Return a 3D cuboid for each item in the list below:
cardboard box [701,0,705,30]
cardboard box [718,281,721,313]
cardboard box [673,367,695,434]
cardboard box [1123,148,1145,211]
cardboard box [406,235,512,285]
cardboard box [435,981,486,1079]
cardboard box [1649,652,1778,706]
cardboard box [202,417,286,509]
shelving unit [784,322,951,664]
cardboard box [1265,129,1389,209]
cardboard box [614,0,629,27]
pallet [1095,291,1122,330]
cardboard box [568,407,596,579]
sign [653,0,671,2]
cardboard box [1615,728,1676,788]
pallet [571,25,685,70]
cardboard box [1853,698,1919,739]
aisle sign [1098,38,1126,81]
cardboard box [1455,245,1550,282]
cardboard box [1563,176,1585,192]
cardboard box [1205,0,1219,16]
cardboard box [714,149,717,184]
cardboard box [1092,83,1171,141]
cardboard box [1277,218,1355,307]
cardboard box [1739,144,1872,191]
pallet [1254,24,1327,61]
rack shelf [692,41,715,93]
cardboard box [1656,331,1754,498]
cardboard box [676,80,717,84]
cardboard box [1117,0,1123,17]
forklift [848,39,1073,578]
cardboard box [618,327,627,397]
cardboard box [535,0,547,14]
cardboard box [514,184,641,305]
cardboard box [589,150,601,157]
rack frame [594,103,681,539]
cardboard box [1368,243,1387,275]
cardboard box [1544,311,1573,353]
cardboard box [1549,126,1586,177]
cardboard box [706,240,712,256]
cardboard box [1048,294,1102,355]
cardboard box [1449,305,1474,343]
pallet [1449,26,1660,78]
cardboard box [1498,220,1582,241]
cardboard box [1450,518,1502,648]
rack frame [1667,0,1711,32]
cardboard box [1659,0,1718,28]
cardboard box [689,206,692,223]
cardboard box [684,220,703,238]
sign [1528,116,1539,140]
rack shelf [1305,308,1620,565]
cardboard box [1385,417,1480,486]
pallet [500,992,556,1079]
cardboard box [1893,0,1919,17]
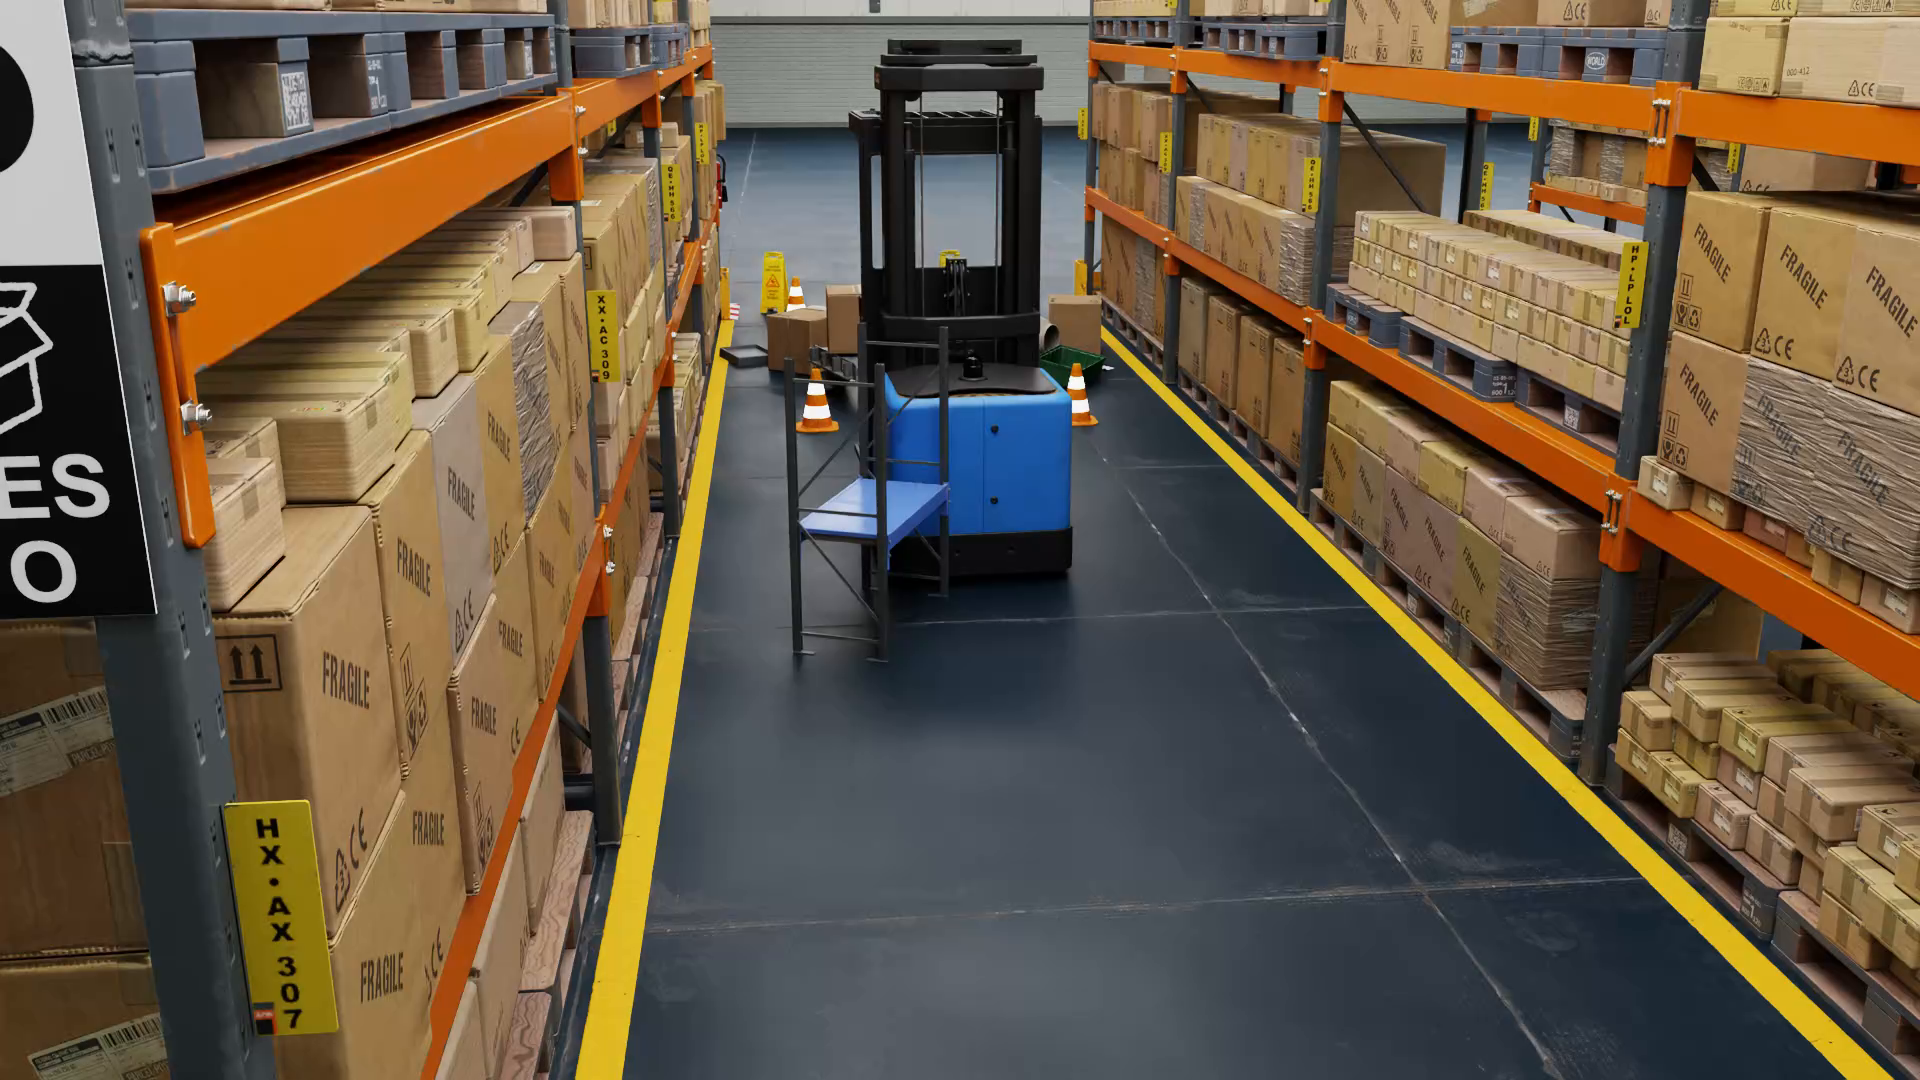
[{"bbox_3d":[-2.565,-4.728,14.975,0.500,0.250,0.500,-2,18,-5],"label":"cardboard box"},{"bbox_3d":[-2.696,-2.474,16.940,0.500,0.250,0.500,-2,18,-6],"label":"cardboard box"},{"bbox_3d":[-2.429,-1.003,12.050,0.950,0.372,0.625,-1,17,-4],"label":"cardboard box"},{"bbox_3d":[2.054,-3.480,16.004,0.875,0.550,0.500,-2,18,-6],"label":"cardboard box"},{"bbox_3d":[-1.484,-0.771,4.706,0.380,0.149,0.250,-2,18,-6],"label":"cardboard box"},{"bbox_3d":[-1.669,1.498,3.975,0.875,0.438,0.875,-1,17,-4],"label":"cardboard box"},{"bbox_3d":[2.931,0.552,6.477,0.380,0.149,0.250,-1,17,-3],"label":"cardboard box"},{"bbox_3d":[-1.258,-0.083,2.514,0.380,0.149,0.250,-1,17,-4],"label":"cardboard box"},{"bbox_3d":[-0.450,-0.275,8.548,0.538,1.500,1.048,5,18,16],"label":"shelving unit"},{"bbox_3d":[2.544,-2.587,11.574,0.700,0.500,0.500,-2,18,-6],"label":"cardboard box"},{"bbox_3d":[-1.652,-2.373,7.242,0.396,0.266,0.258,0,17,-1],"label":"cardboard box"},{"bbox_3d":[2.024,-2.442,17.604,1.003,0.211,1.213,-2,18,-6],"label":"pallet"},{"bbox_3d":[-1.509,-0.168,5.536,0.500,0.500,0.500,-2,18,-5],"label":"cardboard box"},{"bbox_3d":[-1.671,-3.172,9.270,0.100,0.325,0.005,-2,18,-6],"label":"sign"},{"bbox_3d":[2.820,0.845,6.536,0.380,0.149,0.250,-3,18,-8],"label":"cardboard box"},{"bbox_3d":[-2.105,-2.593,8.735,1.213,0.211,1.003,-1,17,-3],"label":"pallet"},{"bbox_3d":[3.496,0.690,6.038,0.380,0.149,0.250,-2,18,-6],"label":"cardboard box"},{"bbox_3d":[1.558,-5.261,17.585,0.394,0.787,0.004,-2,18,-6],"label":"aisle sign"},{"bbox_3d":[2.703,-1.380,8.289,0.380,0.149,0.250,-2,18,-6],"label":"cardboard box"},{"bbox_3d":[6.618,-3.769,17.595,0.380,0.149,0.250,-2,18,-6],"label":"cardboard box"},{"bbox_3d":[2.090,-4.244,13.037,0.258,0.266,0.396,-2,18,-7],"label":"cardboard box"},{"bbox_3d":[-2.719,-3.862,16.807,0.500,0.500,0.500,-2,18,-7],"label":"cardboard box"},{"bbox_3d":[1.864,-4.483,17.397,0.875,0.550,0.550,-2,18,-6],"label":"cardboard box"},{"bbox_3d":[2.376,-1.799,10.731,0.500,0.500,0.500,-2,18,-6],"label":"cardboard box"},{"bbox_3d":[7.163,-3.185,13.613,1.000,1.000,1.000,-2,18,-5],"label":"cardboard box"},{"bbox_3d":[2.570,-3.156,10.530,1.213,0.211,1.003,-1,17,-3],"label":"pallet"},{"bbox_3d":[-2.843,-4.317,15.115,1.077,0.370,4.000,-2,18,-6],"label":"rack shelf"},{"bbox_3d":[2.902,-0.467,5.995,0.500,0.500,0.500,-2,18,-7],"label":"cardboard box"},{"bbox_3d":[-2.779,-4.347,16.681,0.700,0.500,0.500,-2,18,-7],"label":"cardboard box"},{"bbox_3d":[1.711,-5.080,15.893,0.380,0.149,0.250,-2,18,-6],"label":"cardboard box"},{"bbox_3d":[-0.094,-1.585,10.332,1.130,2.935,3.031,-3,18,-8],"label":"forklift"},{"bbox_3d":[-1.658,-0.711,6.851,0.500,0.250,0.500,-2,17,-5],"label":"cardboard box"},{"bbox_3d":[-1.427,-1.685,4.884,0.396,0.266,0.258,-1,17,-4],"label":"cardboard box"},{"bbox_3d":[-1.760,-1.369,7.693,0.500,0.500,0.500,-2,18,-7],"label":"cardboard box"},{"bbox_3d":[-2.720,-2.425,11.530,0.500,0.500,0.500,-2,18,-8],"label":"cardboard box"},{"bbox_3d":[-2.224,-1.442,9.762,1.000,3.000,0.127,-2,18,-6],"label":"rack frame"},{"bbox_3d":[2.569,-1.616,9.540,0.380,0.149,0.250,-1,17,-3],"label":"cardboard box"},{"bbox_3d":[2.813,-0.921,7.323,0.380,0.149,0.250,-1,17,-3],"label":"cardboard box"},{"bbox_3d":[6.837,-4.156,17.745,0.875,0.500,0.500,-2,18,-6],"label":"cardboard box"},{"bbox_3d":[-2.468,-2.646,15.151,0.380,0.149,0.250,-1,17,-2],"label":"cardboard box"},{"bbox_3d":[1.096,-2.056,15.887,0.500,0.500,0.500,1,17,4],"label":"cardboard box"},{"bbox_3d":[2.699,-1.093,8.370,0.380,0.149,0.250,-2,18,-7],"label":"cardboard box"},{"bbox_3d":[3.034,-2.271,7.708,1.213,0.211,1.003,-2,18,-6],"label":"pallet"},{"bbox_3d":[3.246,-1.704,9.324,0.380,0.149,0.250,-1,17,-4],"label":"cardboard box"},{"bbox_3d":[2.722,0.193,8.025,0.500,0.500,0.500,-2,18,-7],"label":"cardboard box"},{"bbox_3d":[3.102,-3.295,5.651,1.000,3.000,0.127,-2,18,-6],"label":"rack frame"},{"bbox_3d":[3.172,-2.229,6.392,0.700,0.500,0.500,-2,18,-6],"label":"cardboard box"},{"bbox_3d":[-2.309,-2.569,13.072,0.380,0.149,0.250,-2,17,-5],"label":"cardboard box"},{"bbox_3d":[-2.350,-2.618,13.926,0.380,0.149,0.250,-2,18,-6],"label":"cardboard box"},{"bbox_3d":[6.268,-4.528,18.146,0.100,0.325,0.005,-2,18,-6],"label":"sign"},{"bbox_3d":[2.895,-0.686,8.555,1.077,0.370,4.000,-2,18,-6],"label":"rack shelf"},{"bbox_3d":[2.610,-0.479,8.914,0.500,0.250,0.500,-2,18,-5],"label":"cardboard box"},{"bbox_3d":[-1.682,1.674,4.494,1.003,0.211,1.213,-2,18,-6],"label":"pallet"},{"bbox_3d":[2.997,-1.582,4.615,0.500,0.250,0.500,-1,17,-5],"label":"cardboard box"}]
